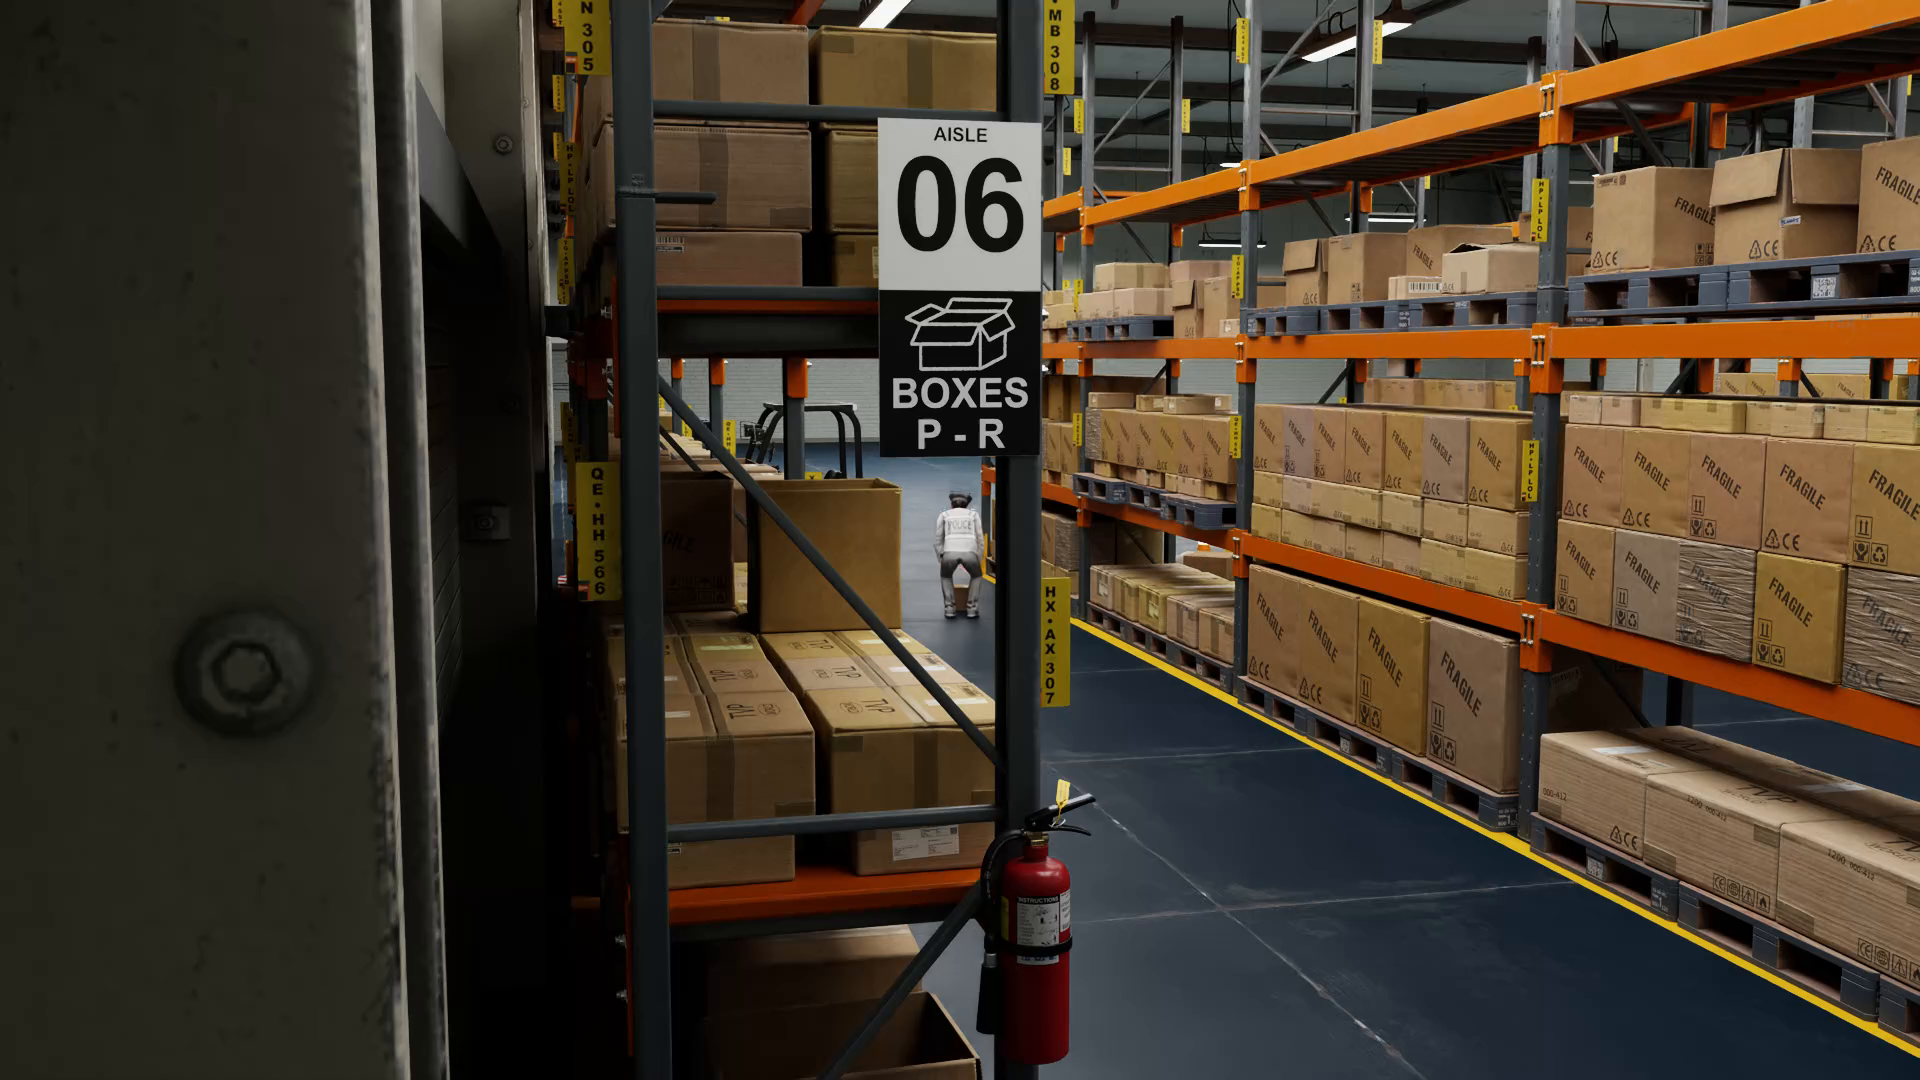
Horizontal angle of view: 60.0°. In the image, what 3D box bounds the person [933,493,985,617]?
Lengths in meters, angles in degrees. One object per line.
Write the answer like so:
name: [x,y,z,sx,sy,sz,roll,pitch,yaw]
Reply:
person: [-0.017,0.159,17.104,0.531,1.263,0.764,1,6,5]
